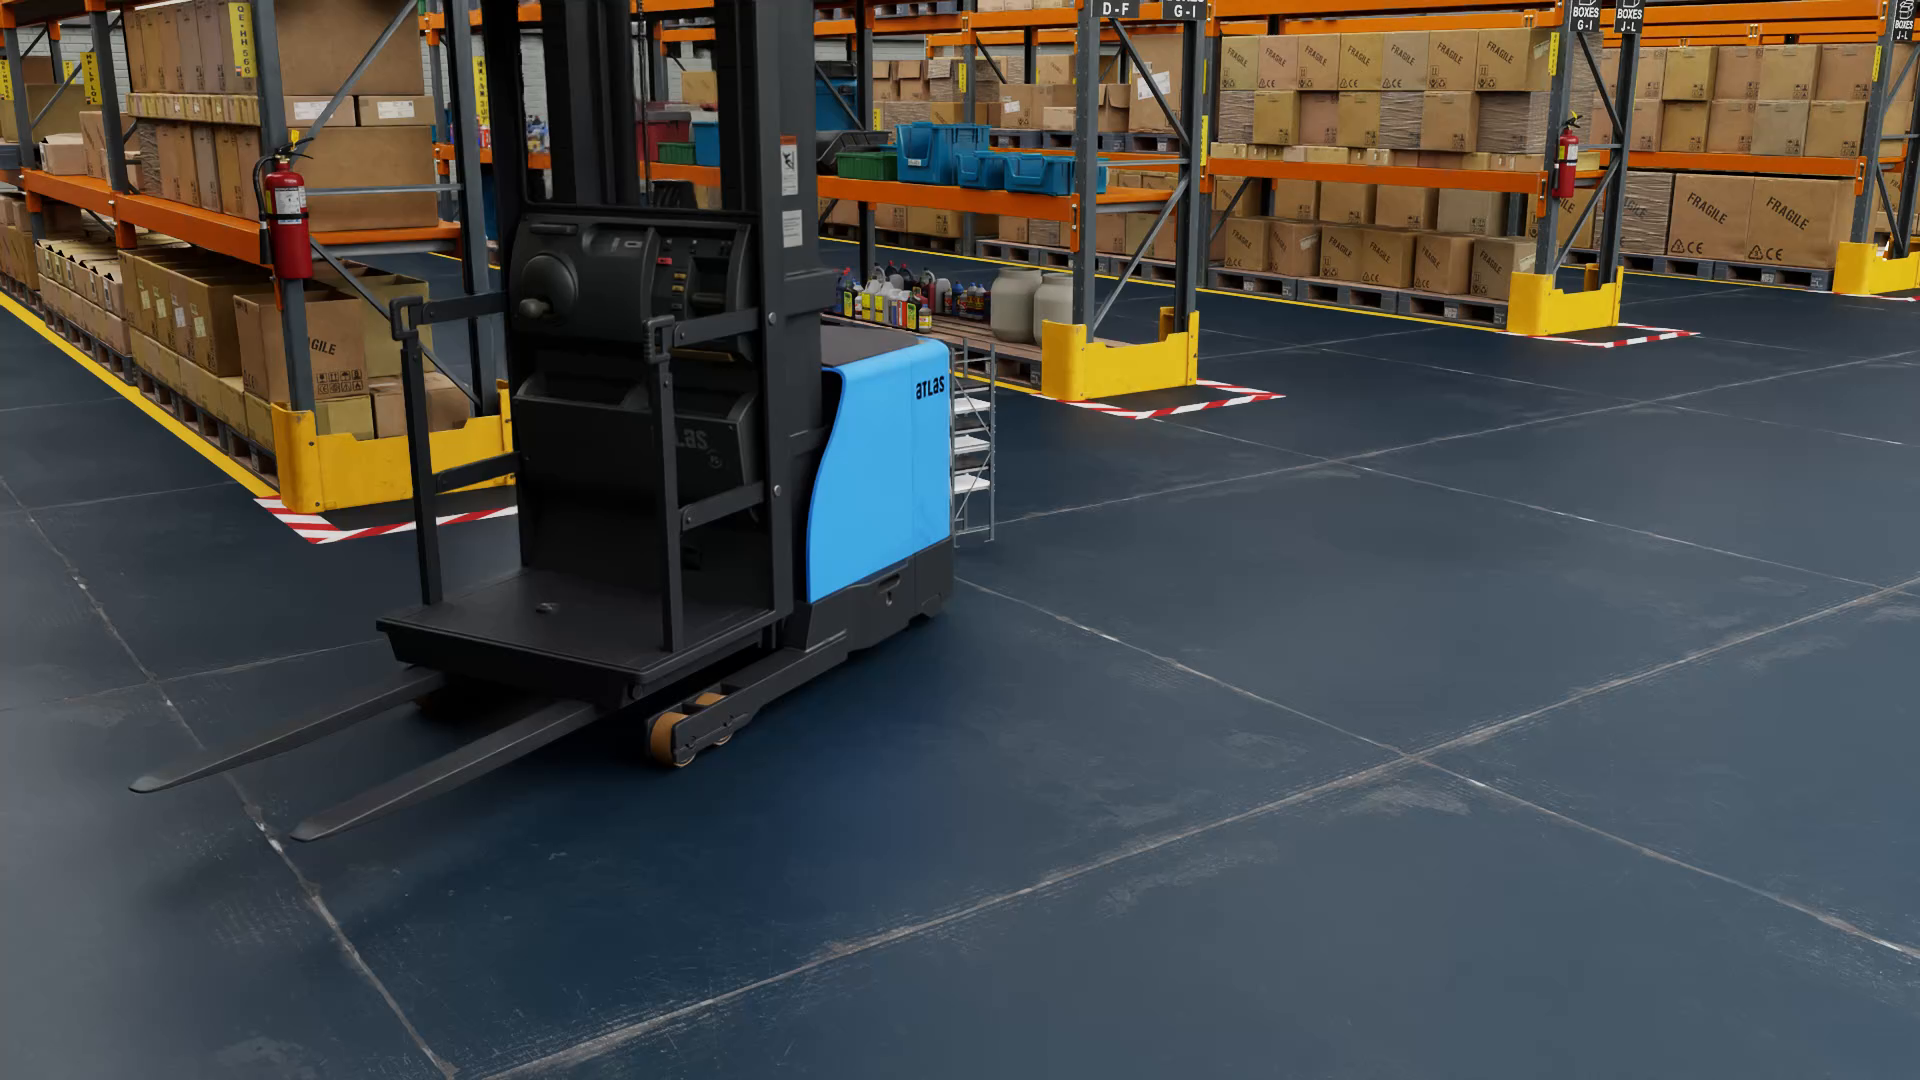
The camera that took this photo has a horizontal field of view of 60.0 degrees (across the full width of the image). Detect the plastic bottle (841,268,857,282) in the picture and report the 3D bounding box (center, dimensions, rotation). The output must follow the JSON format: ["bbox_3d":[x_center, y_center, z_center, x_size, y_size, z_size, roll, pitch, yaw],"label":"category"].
[{"bbox_3d":[-0.921,-2.041,13.536,0.144,0.351,0.185,-11,19,-35],"label":"plastic bottle"}]

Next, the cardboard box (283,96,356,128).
[{"bbox_3d":[-3.213,-2.112,8.192,0.380,0.149,0.250,-11,19,-35],"label":"cardboard box"}]

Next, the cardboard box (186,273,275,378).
[{"bbox_3d":[-3.990,-1.216,9.331,0.500,0.500,0.500,-11,19,-35],"label":"cardboard box"}]

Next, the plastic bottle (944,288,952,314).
[{"bbox_3d":[-0.079,-1.925,13.393,0.097,0.201,0.097,0,15,0],"label":"plastic bottle"}]

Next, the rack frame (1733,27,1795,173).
[{"bbox_3d":[10.845,-5.628,22.457,1.000,3.000,0.127,-11,19,-35],"label":"rack frame"}]

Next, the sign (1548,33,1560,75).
[{"bbox_3d":[4.721,-3.865,13.222,0.100,0.325,0.005,-11,19,-35],"label":"sign"}]

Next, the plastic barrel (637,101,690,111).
[{"bbox_3d":[-3.011,-4.189,16.941,0.600,0.536,0.708,-11,19,-35],"label":"plastic barrel"}]

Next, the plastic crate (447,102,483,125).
[{"bbox_3d":[-6.203,-5.319,21.092,0.402,0.464,0.583,-11,19,-35],"label":"plastic crate"}]

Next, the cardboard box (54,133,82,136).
[{"bbox_3d":[-7.359,-3.280,14.046,0.500,0.311,0.500,-10,18,-31],"label":"cardboard box"}]

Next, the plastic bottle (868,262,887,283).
[{"bbox_3d":[-0.682,-2.140,13.899,0.144,0.351,0.185,-11,19,-35],"label":"plastic bottle"}]

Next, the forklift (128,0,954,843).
[{"bbox_3d":[-1.169,-0.859,5.161,1.130,2.935,3.031,8,17,27],"label":"forklift"}]

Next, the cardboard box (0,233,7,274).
[{"bbox_3d":[-9.192,-2.907,16.416,0.500,0.500,0.500,-11,19,-34],"label":"cardboard box"}]

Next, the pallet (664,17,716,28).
[{"bbox_3d":[-3.782,-7.899,25.242,1.003,0.211,1.213,-11,19,-35],"label":"pallet"}]

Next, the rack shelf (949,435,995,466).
[{"bbox_3d":[-0.005,-0.404,7.472,0.258,0.077,0.200,-11,19,-35],"label":"rack shelf"}]

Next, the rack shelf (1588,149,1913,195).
[{"bbox_3d":[8.077,-4.064,18.105,1.077,0.370,4.000,-11,19,-35],"label":"rack shelf"}]

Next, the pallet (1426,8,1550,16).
[{"bbox_3d":[6.322,-6.381,19.887,0.805,0.209,1.217,-12,19,-37],"label":"pallet"}]

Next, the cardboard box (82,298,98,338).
[{"bbox_3d":[-6.261,-1.690,12.483,0.500,0.250,0.500,-10,18,-33],"label":"cardboard box"}]

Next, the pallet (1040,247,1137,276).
[{"bbox_3d":[1.649,-3.172,18.764,1.003,0.211,1.213,-11,19,-35],"label":"pallet"}]

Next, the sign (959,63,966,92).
[{"bbox_3d":[0.030,-5.416,19.487,0.100,0.325,0.005,-11,19,-35],"label":"sign"}]

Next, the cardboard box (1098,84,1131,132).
[{"bbox_3d":[1.735,-4.698,18.068,0.797,0.503,0.637,-9,18,-29],"label":"cardboard box"}]

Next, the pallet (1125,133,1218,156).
[{"bbox_3d":[2.498,-4.183,17.541,1.003,0.211,1.213,-11,19,-35],"label":"pallet"}]

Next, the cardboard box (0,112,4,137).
[{"bbox_3d":[-8.801,-4.144,16.051,0.500,0.500,0.700,12,19,38],"label":"cardboard box"}]

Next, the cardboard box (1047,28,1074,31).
[{"bbox_3d":[1.690,-7.984,25.666,0.500,0.250,0.500,-10,18,-33],"label":"cardboard box"}]

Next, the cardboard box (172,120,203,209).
[{"bbox_3d":[-4.313,-2.288,10.064,0.700,0.500,0.500,-11,19,-34],"label":"cardboard box"}]

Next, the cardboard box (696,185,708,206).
[{"bbox_3d":[-3.785,-5.706,25.970,0.875,0.875,0.875,-11,19,-35],"label":"cardboard box"}]

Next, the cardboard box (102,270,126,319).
[{"bbox_3d":[-5.656,-1.742,11.609,0.500,0.311,0.500,-11,19,-35],"label":"cardboard box"}]

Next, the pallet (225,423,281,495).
[{"bbox_3d":[-3.317,-0.511,9.042,1.003,0.211,1.213,-11,19,-35],"label":"pallet"}]

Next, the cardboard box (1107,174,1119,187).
[{"bbox_3d":[2.417,-5.344,25.360,0.500,0.500,0.500,-10,18,-32],"label":"cardboard box"}]

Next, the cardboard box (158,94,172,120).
[{"bbox_3d":[-4.583,-2.609,10.007,0.380,0.149,0.250,-12,19,-36],"label":"cardboard box"}]

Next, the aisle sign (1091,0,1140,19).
[{"bbox_3d":[0.977,-3.659,10.339,0.394,0.787,0.004,-11,19,-35],"label":"aisle sign"}]

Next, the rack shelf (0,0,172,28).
[{"bbox_3d":[-6.362,-4.080,12.481,1.077,0.370,4.000,-11,19,-35],"label":"rack shelf"}]

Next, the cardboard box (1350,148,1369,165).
[{"bbox_3d":[3.789,-3.511,15.200,0.380,0.149,0.250,-11,19,-35],"label":"cardboard box"}]

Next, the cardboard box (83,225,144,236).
[{"bbox_3d":[-7.887,-2.666,15.537,0.500,0.500,0.500,-12,19,-37],"label":"cardboard box"}]

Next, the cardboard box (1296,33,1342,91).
[{"bbox_3d":[3.477,-4.415,15.377,0.500,0.500,0.500,-11,19,-35],"label":"cardboard box"}]

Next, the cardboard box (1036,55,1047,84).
[{"bbox_3d":[1.394,-7.388,26.242,0.500,0.500,0.500,-12,19,-36],"label":"cardboard box"}]

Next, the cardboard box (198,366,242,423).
[{"bbox_3d":[-3.987,-0.855,9.432,0.500,0.250,0.500,-11,19,-35],"label":"cardboard box"}]

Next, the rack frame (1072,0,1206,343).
[{"bbox_3d":[1.175,-2.467,10.907,1.000,3.000,0.127,-11,19,-35],"label":"rack frame"}]

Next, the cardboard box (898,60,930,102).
[{"bbox_3d":[-0.320,-5.774,20.902,0.797,0.503,0.637,-10,18,-33],"label":"cardboard box"}]

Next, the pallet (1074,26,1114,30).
[{"bbox_3d":[2.474,-7.754,24.899,1.213,0.211,1.003,-11,19,-35],"label":"pallet"}]

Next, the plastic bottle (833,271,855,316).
[{"bbox_3d":[-0.927,-1.978,13.307,0.144,0.351,0.185,-12,19,-37],"label":"plastic bottle"}]

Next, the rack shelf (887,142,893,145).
[{"bbox_3d":[-0.698,-5.024,21.613,1.077,0.370,4.000,-11,19,-35],"label":"rack shelf"}]

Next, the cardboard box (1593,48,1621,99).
[{"bbox_3d":[7.507,-5.248,18.738,0.875,0.550,0.550,-11,19,-35],"label":"cardboard box"}]

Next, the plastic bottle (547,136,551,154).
[{"bbox_3d":[-4.301,-4.176,17.529,0.097,0.201,0.097,0,15,0],"label":"plastic bottle"}]

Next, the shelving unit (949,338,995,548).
[{"bbox_3d":[-0.005,-0.436,7.464,0.258,0.900,0.210,-11,19,-35],"label":"shelving unit"}]

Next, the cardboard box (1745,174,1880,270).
[{"bbox_3d":[8.801,-3.296,17.167,0.875,0.875,0.875,-11,19,-34],"label":"cardboard box"}]

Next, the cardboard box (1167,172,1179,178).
[{"bbox_3d":[3.343,-5.373,24.045,0.500,0.250,0.500,-10,18,-33],"label":"cardboard box"}]

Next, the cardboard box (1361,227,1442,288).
[{"bbox_3d":[4.096,-2.627,15.433,0.500,0.500,0.500,-9,18,-29],"label":"cardboard box"}]

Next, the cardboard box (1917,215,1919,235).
[{"bbox_3d":[12.206,-3.893,20.530,0.500,0.250,0.500,-11,19,-34],"label":"cardboard box"}]

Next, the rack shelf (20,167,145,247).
[{"bbox_3d":[-6.362,-2.633,12.877,1.077,0.370,4.000,-11,19,-35],"label":"rack shelf"}]

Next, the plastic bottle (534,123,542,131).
[{"bbox_3d":[-4.887,-4.695,19.294,0.097,0.271,0.097,0,15,0],"label":"plastic bottle"}]

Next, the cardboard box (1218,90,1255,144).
[{"bbox_3d":[3.044,-4.176,16.398,0.875,0.500,0.500,-11,19,-35],"label":"cardboard box"}]

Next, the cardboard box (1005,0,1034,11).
[{"bbox_3d":[0.849,-6.069,18.670,0.500,0.250,0.500,-10,18,-33],"label":"cardboard box"}]
